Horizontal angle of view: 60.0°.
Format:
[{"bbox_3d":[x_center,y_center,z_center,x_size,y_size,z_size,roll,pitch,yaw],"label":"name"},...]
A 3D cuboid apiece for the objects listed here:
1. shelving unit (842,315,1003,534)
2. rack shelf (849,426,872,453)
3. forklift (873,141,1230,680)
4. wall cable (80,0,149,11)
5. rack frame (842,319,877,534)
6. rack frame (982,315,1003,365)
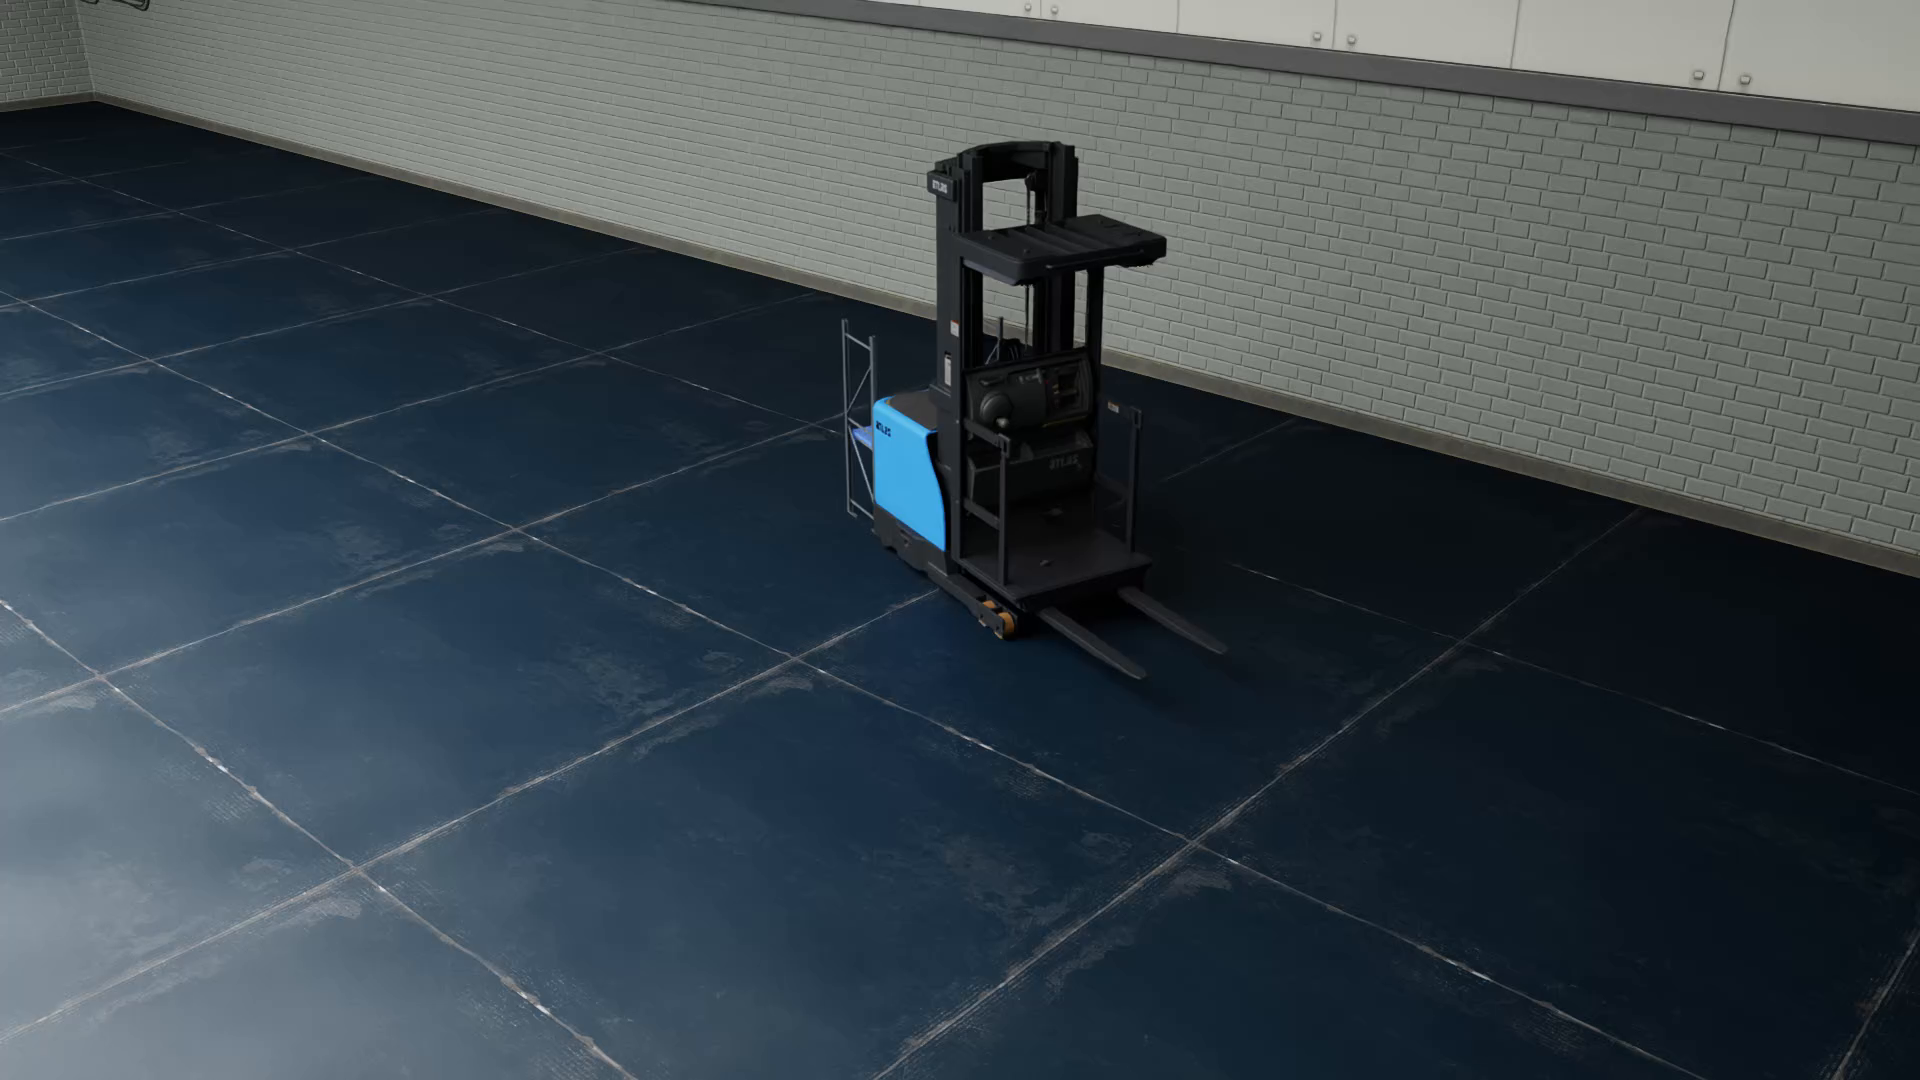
[{"bbox_3d":[-0.268,-0.911,12.247,1.048,1.500,0.538,-13,27,-26],"label":"shelving unit"},{"bbox_3d":[-0.268,-0.747,12.321,1.000,0.185,0.538,-13,27,-26],"label":"rack shelf"},{"bbox_3d":[0.564,-0.925,10.529,1.130,2.935,3.031,-14,28,-28],"label":"forklift"},{"bbox_3d":[-14.192,-10.039,27.235,3.097,2.526,0.112,20,31,38],"label":"wall cable"},{"bbox_3d":[-0.714,-0.811,12.024,0.032,1.500,0.500,-13,27,-26],"label":"rack frame"},{"bbox_3d":[0.177,-1.011,12.470,0.032,1.500,0.500,-13,27,-26],"label":"rack frame"}]
